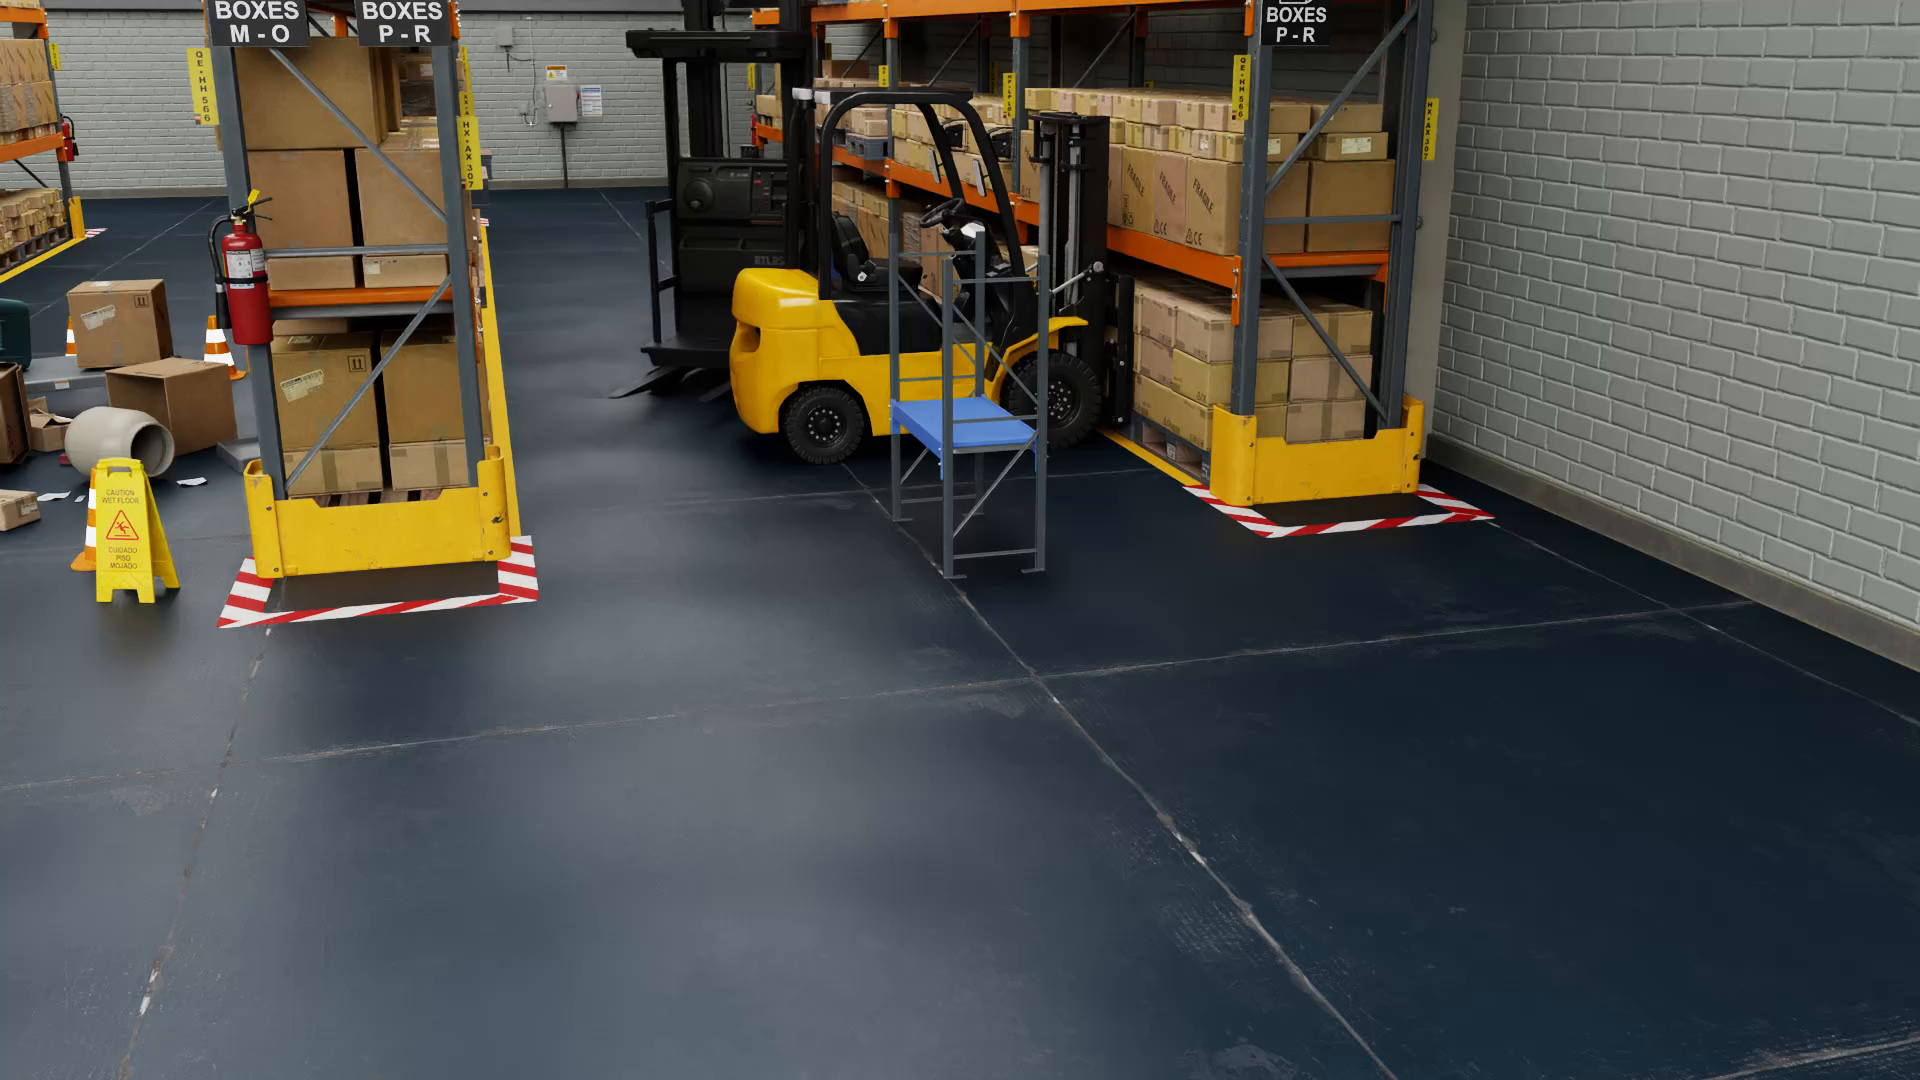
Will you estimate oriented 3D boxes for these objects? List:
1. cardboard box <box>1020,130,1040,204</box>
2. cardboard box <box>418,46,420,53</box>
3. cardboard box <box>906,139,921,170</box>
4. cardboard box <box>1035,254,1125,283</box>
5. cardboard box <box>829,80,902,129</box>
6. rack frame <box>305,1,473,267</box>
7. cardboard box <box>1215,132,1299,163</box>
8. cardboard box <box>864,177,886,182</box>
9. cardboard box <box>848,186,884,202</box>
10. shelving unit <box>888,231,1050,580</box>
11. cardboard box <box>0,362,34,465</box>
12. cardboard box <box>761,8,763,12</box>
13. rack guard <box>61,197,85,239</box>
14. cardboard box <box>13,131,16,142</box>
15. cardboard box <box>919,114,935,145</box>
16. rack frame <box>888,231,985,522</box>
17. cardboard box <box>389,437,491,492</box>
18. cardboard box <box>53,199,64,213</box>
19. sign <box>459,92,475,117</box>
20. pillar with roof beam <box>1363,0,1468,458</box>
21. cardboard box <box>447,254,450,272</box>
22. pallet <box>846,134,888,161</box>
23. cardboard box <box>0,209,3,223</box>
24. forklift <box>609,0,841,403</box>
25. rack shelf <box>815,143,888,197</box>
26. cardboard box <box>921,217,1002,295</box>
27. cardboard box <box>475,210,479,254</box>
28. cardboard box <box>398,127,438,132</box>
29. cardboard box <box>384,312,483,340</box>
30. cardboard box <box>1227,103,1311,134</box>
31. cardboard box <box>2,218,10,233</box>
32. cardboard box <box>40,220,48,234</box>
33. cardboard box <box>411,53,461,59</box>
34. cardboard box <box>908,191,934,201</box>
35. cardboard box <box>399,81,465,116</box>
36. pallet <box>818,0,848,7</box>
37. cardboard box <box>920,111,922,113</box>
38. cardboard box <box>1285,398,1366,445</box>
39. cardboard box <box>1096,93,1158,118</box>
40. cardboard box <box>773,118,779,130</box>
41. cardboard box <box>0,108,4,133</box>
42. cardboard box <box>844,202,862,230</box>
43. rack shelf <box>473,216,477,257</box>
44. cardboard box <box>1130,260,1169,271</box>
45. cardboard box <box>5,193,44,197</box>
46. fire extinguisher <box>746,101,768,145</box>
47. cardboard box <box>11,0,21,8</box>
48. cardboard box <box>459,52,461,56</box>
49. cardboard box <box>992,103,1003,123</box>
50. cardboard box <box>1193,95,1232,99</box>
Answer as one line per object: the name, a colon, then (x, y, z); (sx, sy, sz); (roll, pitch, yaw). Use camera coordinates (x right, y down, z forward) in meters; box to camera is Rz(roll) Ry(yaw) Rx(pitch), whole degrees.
cardboard box: (0.759, -2.728, 12.146); (0.500, 0.500, 0.500); (-5, 17, -17)
cardboard box: (-6.005, -5.658, 19.034); (0.380, 0.149, 0.250); (-4, 17, -14)
cardboard box: (-0.191, -3.577, 15.406); (0.500, 0.250, 0.500); (-5, 17, -16)
cardboard box: (0.850, -1.886, 11.828); (0.500, 0.250, 0.500); (-5, 17, -15)
cardboard box: (-1.035, -4.774, 18.226); (0.700, 0.500, 0.500); (-5, 17, -16)
rack frame: (-3.884, -2.430, 11.328); (1.000, 3.000, 0.127); (-5, 17, -15)
cardboard box: (1.622, -2.149, 9.092); (0.380, 0.149, 0.250); (-4, 17, -14)
cardboard box: (-0.932, -4.272, 19.948); (0.380, 0.149, 0.250); (-5, 18, -17)
cardboard box: (-1.049, -3.875, 18.624); (0.380, 0.149, 0.250); (-4, 17, -13)
shelving unit: (0.023, -0.695, 8.158); (0.538, 1.500, 1.048); (-5, 17, -15)
cardboard box: (-5.966, -0.737, 9.794); (0.797, 0.637, 0.503); (-5, 17, -15)
cardboard box: (-2.546, -7.353, 22.938); (0.380, 0.149, 0.250); (-4, 17, -14)
rack guard: (-11.892, -4.112, 21.272); (1.175, 0.500, 0.348); (-5, 17, -15)
cardboard box: (-11.104, -4.639, 19.117); (0.380, 0.149, 0.250); (-4, 17, -13)
cardboard box: (-0.061, -3.671, 14.850); (0.500, 0.250, 0.500); (-5, 17, -17)
rack frame: (-0.116, -0.835, 8.626); (0.500, 1.500, 0.032); (-5, 17, -15)
cardboard box: (-2.740, -0.453, 8.796); (0.500, 0.250, 0.500); (-5, 17, -16)
cardboard box: (-11.494, -4.185, 20.878); (0.380, 0.149, 0.250); (-5, 17, -17)
sign: (-3.364, -2.890, 11.354); (0.100, 0.325, 0.005); (-5, 17, -15)
pillar with roof beam: (-1.477, -4.514, 7.837); (9.100, 9.000, 0.400); (-5, 17, -15)
cardboard box: (-2.757, -1.462, 8.543); (0.380, 0.149, 0.250); (-5, 18, -17)
pallet: (-0.465, -4.020, 16.955); (1.213, 0.211, 1.003); (-5, 17, -15)
cardboard box: (-10.728, -3.537, 18.204); (0.380, 0.149, 0.250); (-4, 17, -13)
forklift: (-1.627, -2.518, 11.740); (1.130, 2.935, 3.031); (4, 17, 12)
rack shelf: (-0.761, -4.139, 18.267); (1.077, 0.370, 4.000); (-5, 17, -15)
cardboard box: (0.134, -2.640, 15.425); (0.875, 0.625, 0.625); (-4, 17, -13)
cardboard box: (-5.579, -3.412, 17.561); (0.875, 0.875, 0.875); (-4, 17, -14)
cardboard box: (-3.082, -2.091, 9.508); (0.500, 0.500, 0.500); (-5, 17, -16)
cardboard box: (-2.895, -0.963, 9.190); (0.500, 0.500, 0.500); (-5, 18, -17)
cardboard box: (1.686, -2.301, 9.079); (0.380, 0.149, 0.250); (-5, 17, -15)
cardboard box: (-10.935, -3.530, 18.698); (0.380, 0.149, 0.250); (-6, 18, -18)
cardboard box: (-11.199, -3.761, 19.984); (0.380, 0.149, 0.250); (-6, 18, -18)
cardboard box: (-5.569, -4.923, 17.717); (0.500, 0.500, 0.500); (-4, 17, -14)
cardboard box: (-0.352, -3.703, 18.052); (0.380, 0.149, 0.250); (-5, 17, -16)
cardboard box: (-3.737, -2.974, 11.718); (0.500, 0.500, 0.500); (-4, 17, -14)
pallet: (-1.199, -6.197, 18.981); (1.213, 0.211, 1.003); (-5, 17, -15)
cardboard box: (-0.153, -3.963, 15.130); (0.380, 0.149, 0.250); (-4, 17, -15)
cardboard box: (2.040, -0.753, 9.794); (0.500, 0.250, 0.500); (-5, 17, -15)
cardboard box: (1.120, -2.863, 10.951); (0.380, 0.149, 0.250); (-5, 17, -15)
cardboard box: (-2.277, -5.550, 22.150); (0.380, 0.149, 0.250); (-5, 17, -17)
cardboard box: (-10.851, -4.707, 18.218); (0.500, 0.500, 0.500); (-5, 17, -15)
cardboard box: (-0.969, -3.460, 18.372); (0.500, 0.500, 0.500); (-5, 18, -17)
rack shelf: (-4.433, -2.639, 13.273); (1.077, 0.370, 4.000); (-5, 17, -15)
cardboard box: (1.489, -1.786, 11.495); (0.500, 0.250, 0.500); (-5, 17, -15)
cardboard box: (-11.307, -4.112, 20.119); (0.380, 0.149, 0.250); (-5, 18, -17)
fire extinguisher: (-2.895, -5.931, 23.767); (0.296, 0.674, 0.183); (-5, 17, -15)
cardboard box: (-11.263, -6.311, 19.295); (0.500, 0.250, 0.500); (-4, 17, -13)
cardboard box: (-6.243, -5.603, 19.981); (0.500, 0.500, 0.500); (-4, 17, -14)
cardboard box: (0.475, -3.401, 13.259); (0.380, 0.149, 0.250); (-5, 17, -15)
cardboard box: (1.703, -2.758, 10.601); (0.380, 0.149, 0.250); (-5, 17, -15)
